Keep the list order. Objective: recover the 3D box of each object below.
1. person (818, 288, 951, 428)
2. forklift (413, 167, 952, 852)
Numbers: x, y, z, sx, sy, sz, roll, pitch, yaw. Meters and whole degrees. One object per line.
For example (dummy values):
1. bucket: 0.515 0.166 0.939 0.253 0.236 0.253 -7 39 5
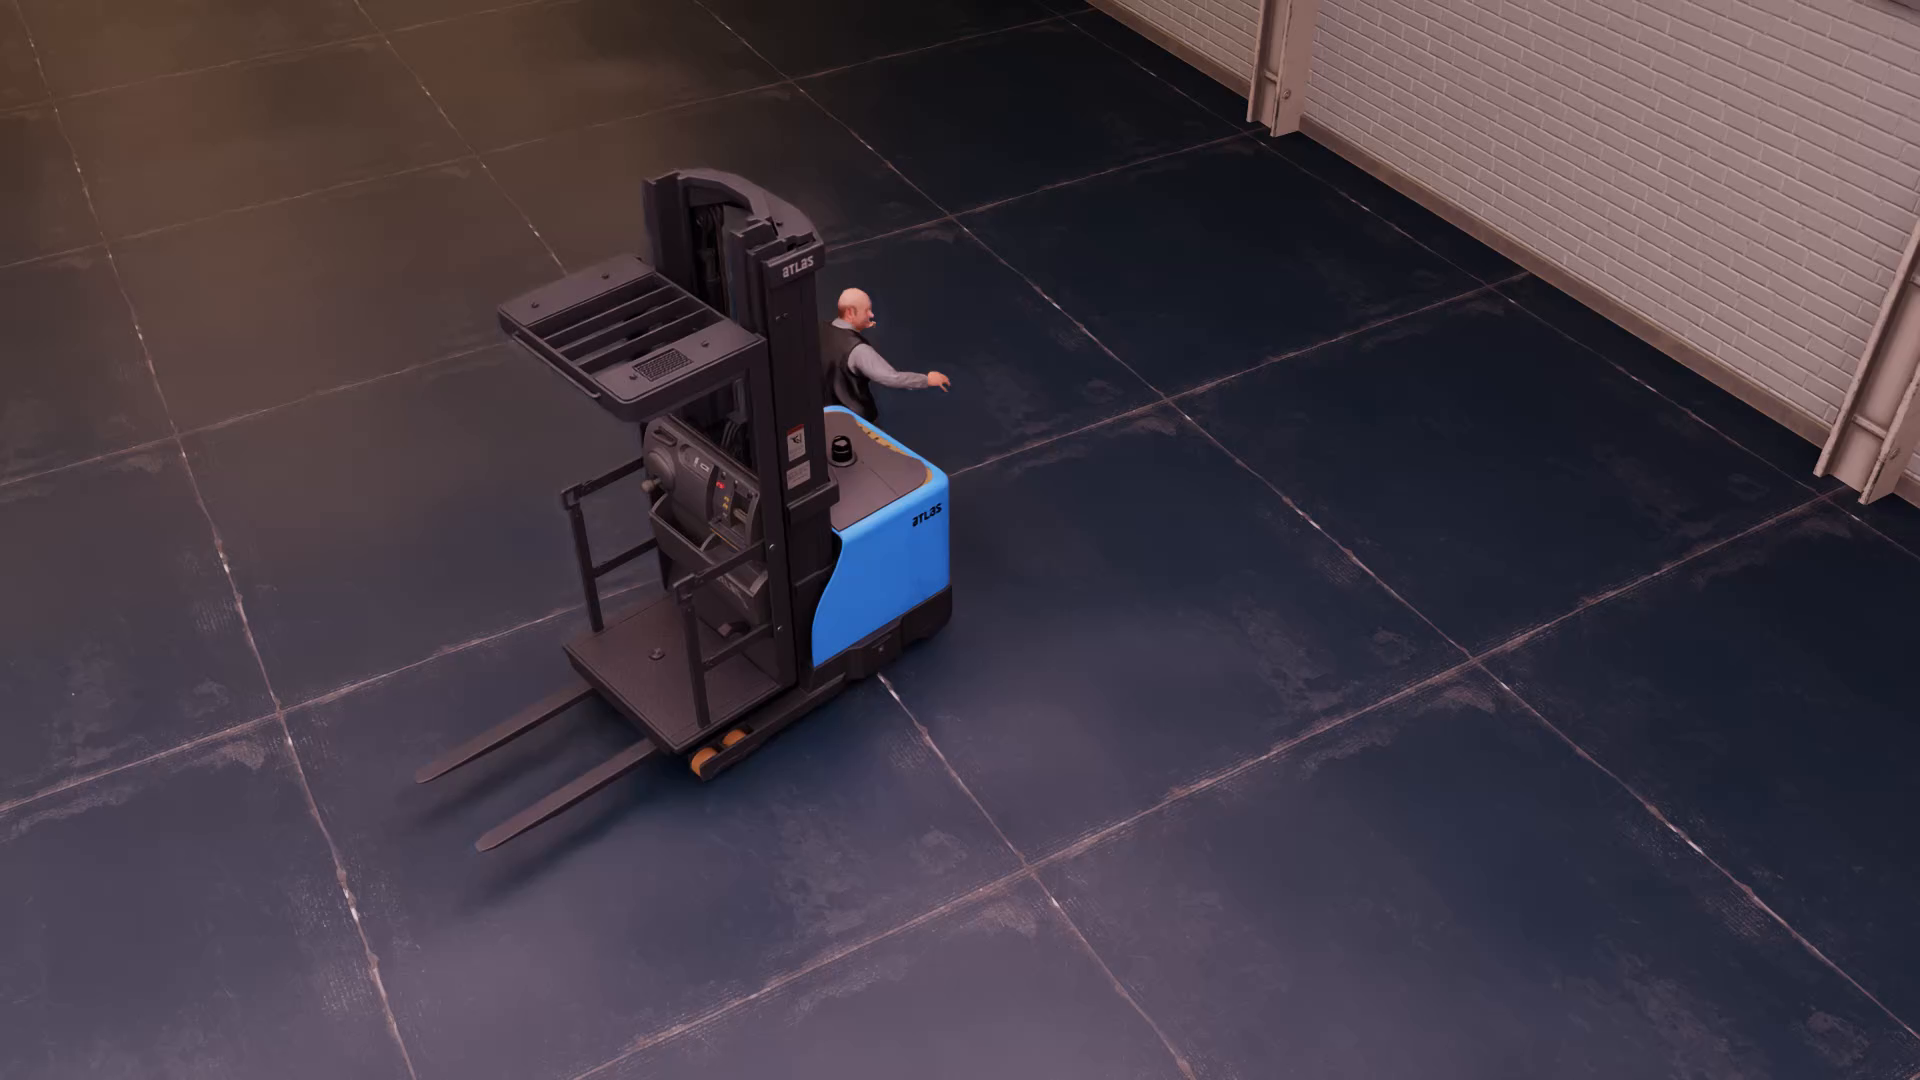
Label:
1. person: -0.508 -0.857 10.207 0.943 1.498 1.003 7 40 8
2. forklift: -1.468 -0.241 8.327 3.031 2.935 1.130 -31 49 -32
